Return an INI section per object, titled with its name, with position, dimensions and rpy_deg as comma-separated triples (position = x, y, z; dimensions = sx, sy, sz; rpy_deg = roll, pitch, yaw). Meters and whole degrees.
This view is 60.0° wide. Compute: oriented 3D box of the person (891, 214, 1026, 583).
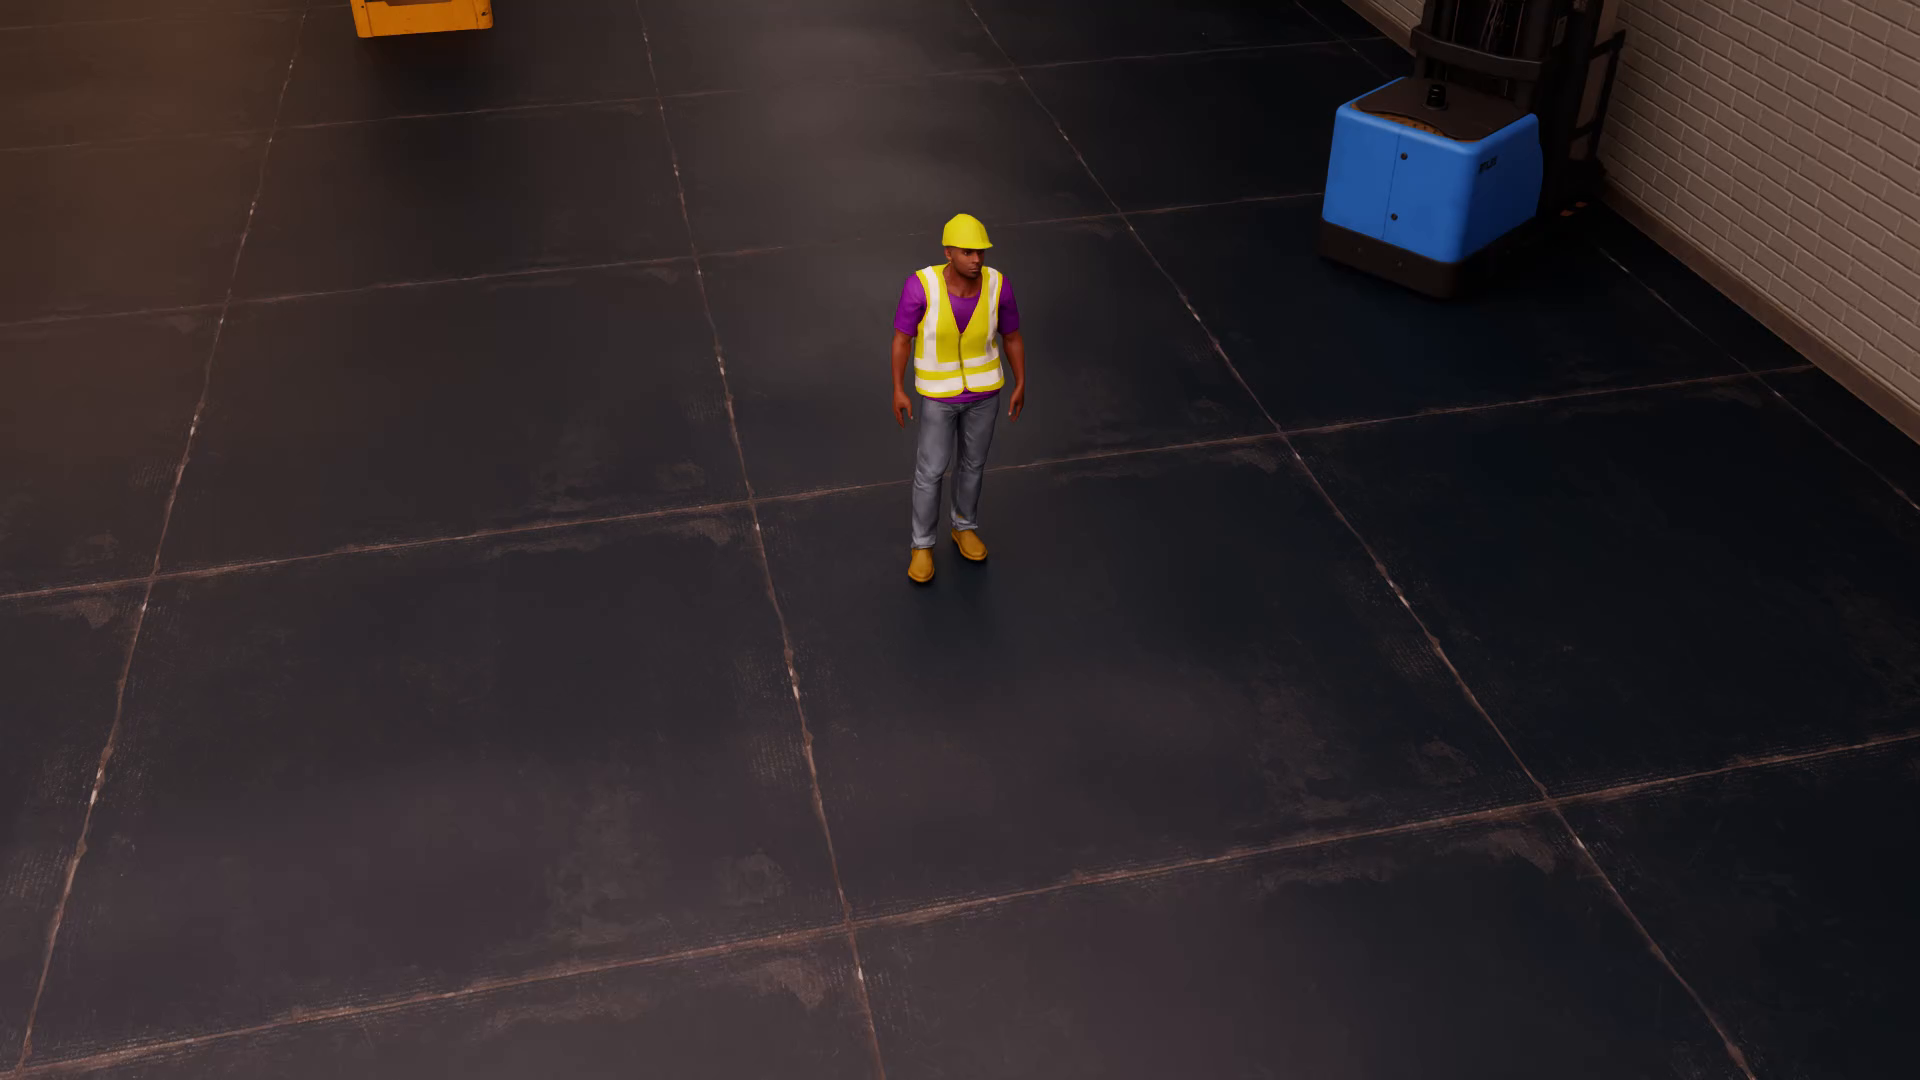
[person]
position = 0.010, -0.682, 7.983
dimensions = 0.665, 1.768, 0.575
rpy_deg = -8, 36, -11

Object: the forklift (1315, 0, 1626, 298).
[forklift]
position = 3.765, -3.488, 10.897
dimensions = 1.130, 2.935, 3.031
rpy_deg = 30, 45, 35
